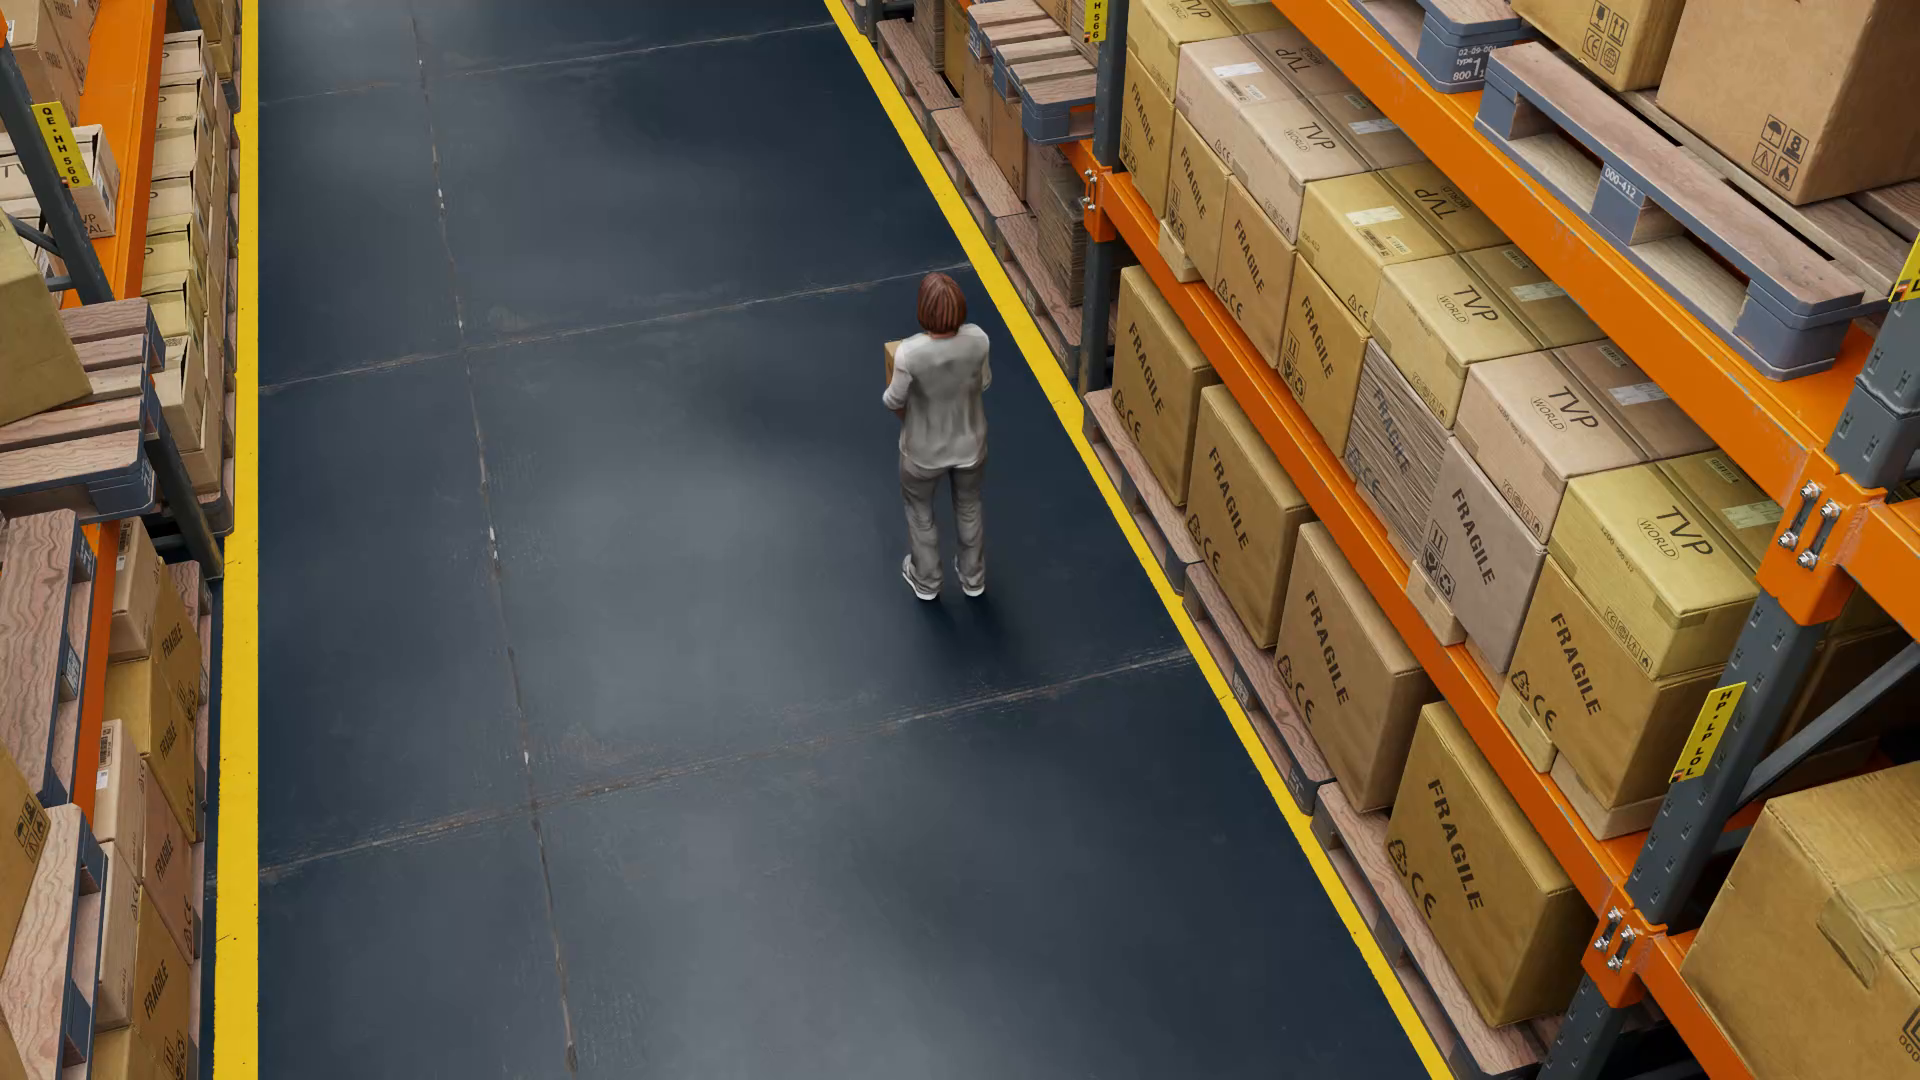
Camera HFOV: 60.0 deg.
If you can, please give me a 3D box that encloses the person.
[{"bbox_3d":[-0.093,-0.427,6.624,0.435,1.600,0.478,-12,44,-13],"label":"person"}]
